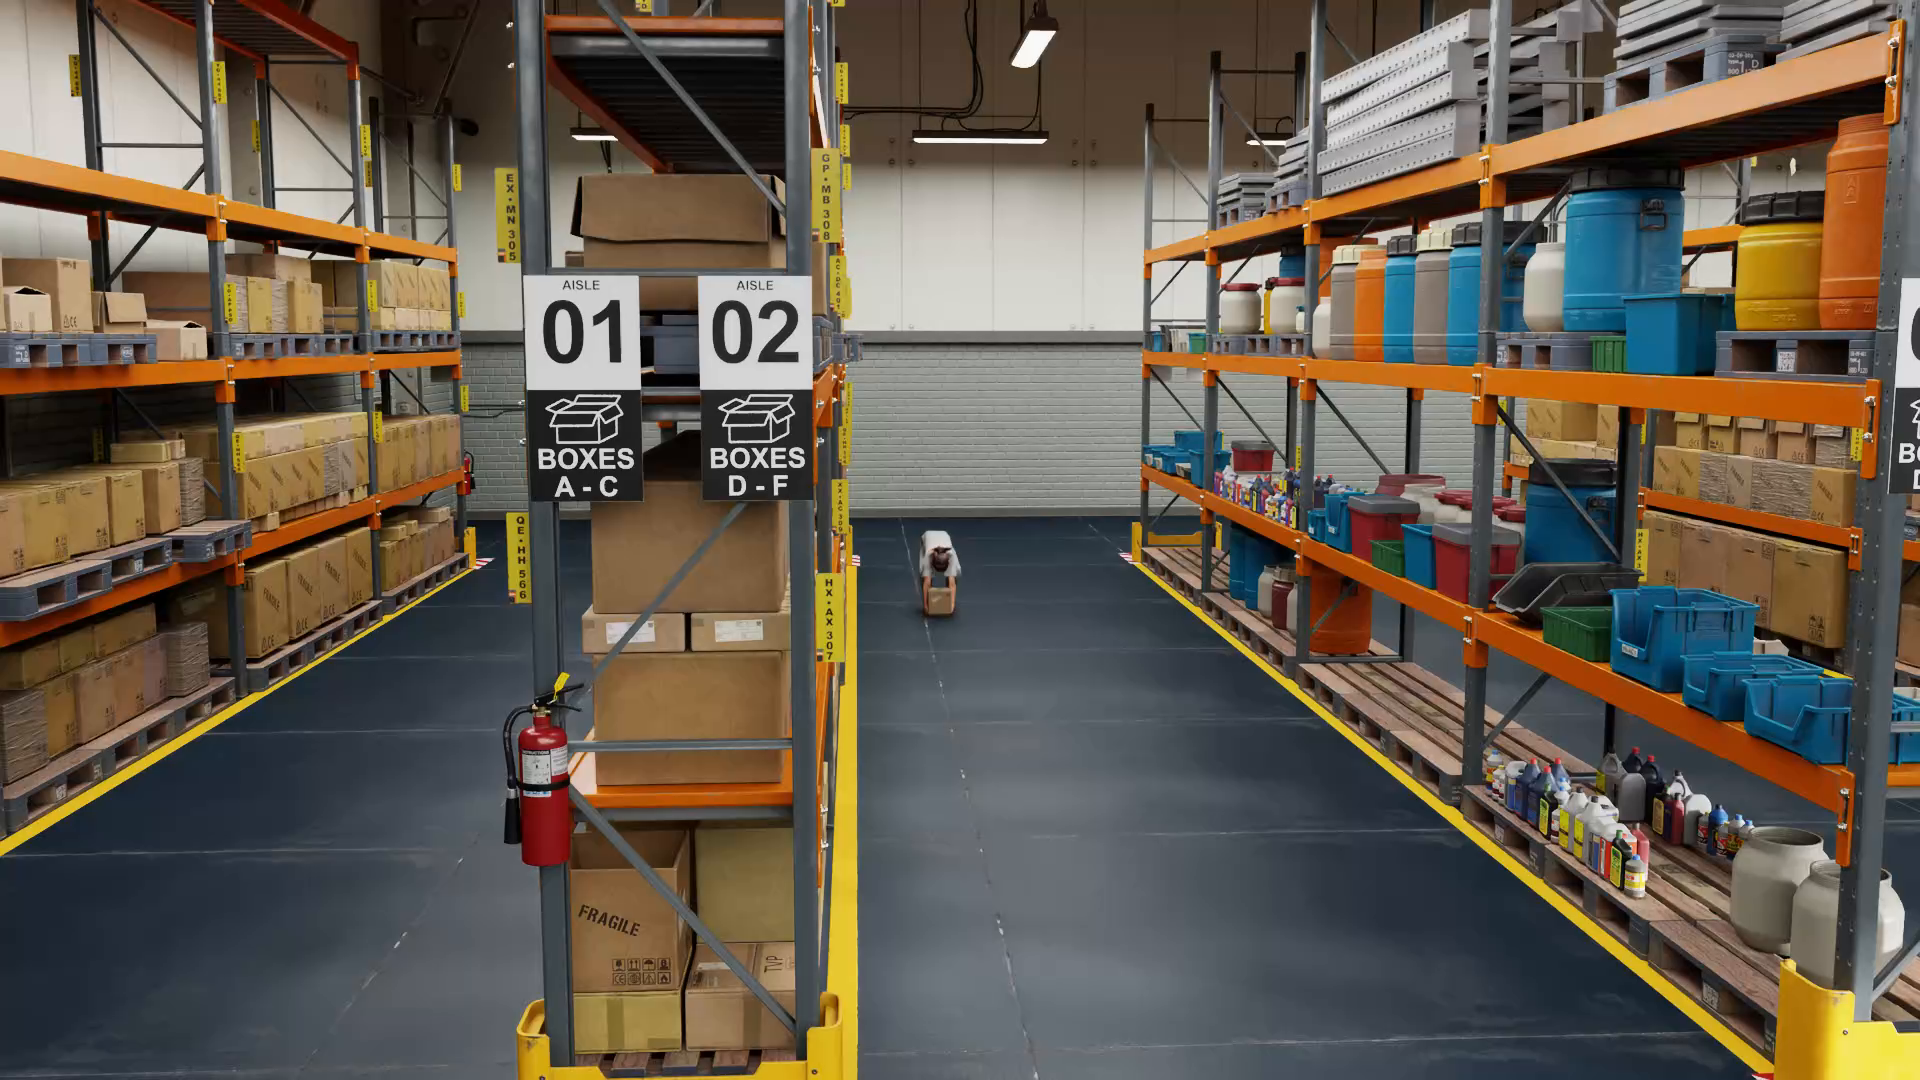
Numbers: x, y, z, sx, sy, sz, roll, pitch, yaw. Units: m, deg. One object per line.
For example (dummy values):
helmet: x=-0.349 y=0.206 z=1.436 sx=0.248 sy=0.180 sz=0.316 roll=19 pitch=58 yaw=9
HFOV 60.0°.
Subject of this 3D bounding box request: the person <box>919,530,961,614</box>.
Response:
person: x=-0.224 y=0.348 z=18.236 sx=0.467 sy=0.866 sz=0.850 roll=-1 pitch=7 yaw=-6
